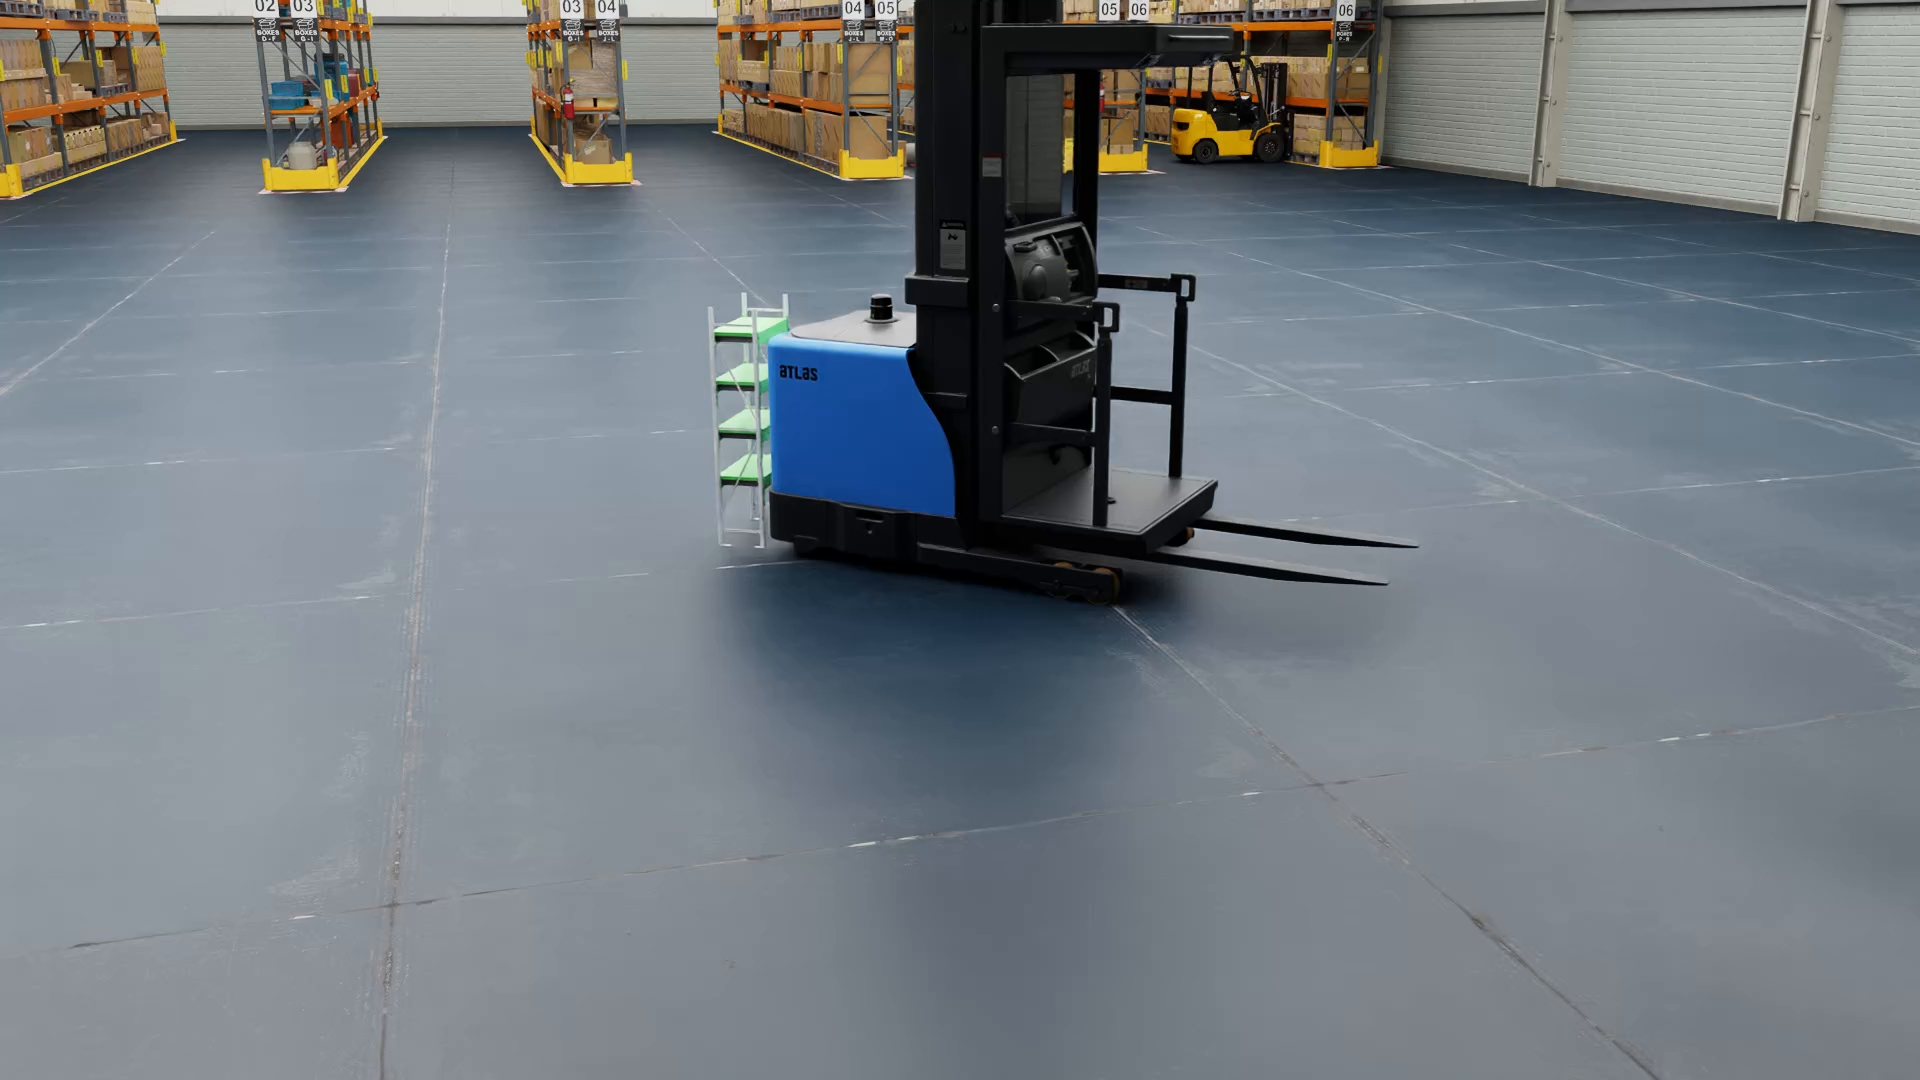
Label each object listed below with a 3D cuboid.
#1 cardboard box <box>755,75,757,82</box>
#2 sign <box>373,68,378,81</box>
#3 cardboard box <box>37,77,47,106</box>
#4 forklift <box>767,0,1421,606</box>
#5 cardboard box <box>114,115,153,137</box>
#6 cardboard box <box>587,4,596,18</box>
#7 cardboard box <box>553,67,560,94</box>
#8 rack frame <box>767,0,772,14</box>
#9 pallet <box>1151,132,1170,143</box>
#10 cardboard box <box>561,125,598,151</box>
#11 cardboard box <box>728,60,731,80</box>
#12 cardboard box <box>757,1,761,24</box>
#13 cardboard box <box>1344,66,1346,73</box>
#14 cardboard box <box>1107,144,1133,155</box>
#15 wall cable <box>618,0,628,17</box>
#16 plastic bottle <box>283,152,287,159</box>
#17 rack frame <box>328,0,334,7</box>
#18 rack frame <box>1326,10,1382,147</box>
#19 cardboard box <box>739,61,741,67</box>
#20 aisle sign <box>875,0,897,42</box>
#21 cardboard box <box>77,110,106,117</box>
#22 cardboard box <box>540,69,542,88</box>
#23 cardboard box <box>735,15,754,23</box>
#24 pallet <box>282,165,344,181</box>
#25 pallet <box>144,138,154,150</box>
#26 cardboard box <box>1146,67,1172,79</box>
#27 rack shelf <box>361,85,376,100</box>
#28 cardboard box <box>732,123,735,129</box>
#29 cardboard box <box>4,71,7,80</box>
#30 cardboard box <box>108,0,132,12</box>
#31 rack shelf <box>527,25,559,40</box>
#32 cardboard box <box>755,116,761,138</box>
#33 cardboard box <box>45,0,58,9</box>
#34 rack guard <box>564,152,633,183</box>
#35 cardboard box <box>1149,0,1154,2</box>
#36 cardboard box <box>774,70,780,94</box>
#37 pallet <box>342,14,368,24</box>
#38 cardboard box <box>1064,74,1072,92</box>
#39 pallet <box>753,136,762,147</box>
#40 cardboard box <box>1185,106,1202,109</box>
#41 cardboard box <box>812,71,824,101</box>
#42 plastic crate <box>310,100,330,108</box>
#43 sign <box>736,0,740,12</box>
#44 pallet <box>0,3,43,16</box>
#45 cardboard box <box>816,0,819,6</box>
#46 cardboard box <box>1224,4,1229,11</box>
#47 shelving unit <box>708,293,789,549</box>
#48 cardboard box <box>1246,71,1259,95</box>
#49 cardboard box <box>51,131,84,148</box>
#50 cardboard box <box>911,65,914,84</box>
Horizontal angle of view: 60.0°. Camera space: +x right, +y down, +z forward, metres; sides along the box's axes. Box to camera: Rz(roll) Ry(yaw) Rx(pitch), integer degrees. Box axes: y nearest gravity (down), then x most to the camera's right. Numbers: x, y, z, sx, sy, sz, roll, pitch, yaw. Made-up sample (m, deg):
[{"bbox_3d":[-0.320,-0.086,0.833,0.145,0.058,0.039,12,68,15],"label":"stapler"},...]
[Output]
[{"bbox_3d":[-4.565,-10.738,38.692,0.380,0.149,0.250,-4,17,-14],"label":"cardboard box"},{"bbox_3d":[-15.083,-12.000,42.905,0.100,0.325,0.005,-5,17,-15],"label":"sign"},{"bbox_3d":[-16.945,-8.090,29.996,0.700,0.500,0.500,-5,17,-17],"label":"cardboard box"},{"bbox_3d":[0.610,-1.284,7.630,3.031,2.935,1.130,8,19,26],"label":"forklift"},{"bbox_3d":[-19.793,-9.912,39.809,0.797,0.503,0.637,-5,17,-15],"label":"cardboard box"},{"bbox_3d":[-6.332,-9.359,29.440,0.500,0.250,0.500,-4,17,-14],"label":"cardboard box"},{"bbox_3d":[-7.379,-8.866,32.064,0.875,0.500,0.500,-5,17,-15],"label":"cardboard box"},{"bbox_3d":[-3.849,-13.290,37.054,1.000,3.000,0.127,-5,17,-15],"label":"rack frame"},{"bbox_3d":[5.485,-10.104,41.722,1.003,0.211,1.213,-5,17,-15],"label":"pallet"},{"bbox_3d":[-7.962,-8.420,34.848,0.700,0.500,0.500,-6,18,-20],"label":"cardboard box"},{"bbox_3d":[-5.750,-12.251,43.333,0.500,0.500,0.500,-5,17,-17],"label":"cardboard box"},{"bbox_3d":[-4.401,-12.177,38.388,0.500,0.500,0.500,-5,17,-15],"label":"cardboard box"},{"bbox_3d":[7.879,-9.553,33.740,0.380,0.149,0.250,-5,17,-15],"label":"cardboard box"},{"bbox_3d":[3.125,-7.753,33.097,0.500,0.250,0.500,-5,17,-16],"label":"cardboard box"},{"bbox_3d":[-9.085,-18.516,48.860,2.277,5.999,0.120,-5,17,-15],"label":"wall cable"},{"bbox_3d":[-12.186,-6.862,30.041,0.061,0.283,0.133,-4,17,-14],"label":"plastic bottle"},{"bbox_3d":[-12.309,-11.428,30.855,1.000,3.000,0.127,-5,17,-15],"label":"rack frame"},{"bbox_3d":[7.852,-9.017,33.256,1.000,3.000,0.127,-5,17,-15],"label":"rack frame"},{"bbox_3d":[-5.200,-11.667,40.752,0.380,0.149,0.250,-4,17,-14],"label":"cardboard box"},{"bbox_3d":[-1.343,-9.453,30.190,0.394,0.787,0.004,-5,17,-15],"label":"aisle sign"},{"bbox_3d":[-19.098,-9.320,36.543,0.500,0.250,0.500,-5,17,-15],"label":"cardboard box"},{"bbox_3d":[-9.436,-10.640,38.487,0.500,0.500,0.500,-4,17,-14],"label":"cardboard box"},{"bbox_3d":[-5.343,-13.003,41.572,0.500,0.250,0.500,-4,17,-14],"label":"cardboard box"},{"bbox_3d":[-11.826,-6.692,30.364,1.003,0.211,1.213,-5,17,-15],"label":"pallet"},{"bbox_3d":[-19.459,-9.232,38.818,1.003,0.211,1.213,-5,17,-15],"label":"pallet"},{"bbox_3d":[5.027,-11.917,42.002,0.797,0.503,0.637,-5,17,-17],"label":"cardboard box"},{"bbox_3d":[-15.057,-10.976,41.030,1.077,0.370,4.000,-5,17,-15],"label":"rack shelf"},{"bbox_3d":[-5.774,-10.869,43.646,0.380,0.149,0.250,-5,17,-15],"label":"cardboard box"},{"bbox_3d":[-16.017,-7.684,27.517,0.380,0.149,0.250,-5,17,-15],"label":"cardboard box"},{"bbox_3d":[-19.166,-12.136,37.816,0.500,0.250,0.500,-5,17,-15],"label":"cardboard box"},{"bbox_3d":[-10.295,-12.805,41.902,1.077,0.370,4.000,-5,17,-15],"label":"rack shelf"},{"bbox_3d":[-4.582,-9.871,39.716,0.500,0.500,0.500,-6,18,-18],"label":"cardboard box"},{"bbox_3d":[-17.539,-10.264,31.724,0.500,0.250,0.500,-6,18,-20],"label":"cardboard box"},{"bbox_3d":[-6.469,-6.664,29.768,1.175,0.500,0.348,-5,17,-15],"label":"rack guard"},{"bbox_3d":[4.809,-14.093,43.236,0.396,0.266,0.258,-5,17,-15],"label":"cardboard box"},{"bbox_3d":[-3.843,-10.179,36.951,0.500,0.500,0.500,-5,17,-16],"label":"cardboard box"},{"bbox_3d":[-14.198,-11.905,37.984,1.213,0.211,1.003,-5,17,-15],"label":"pallet"},{"bbox_3d":[2.399,-9.220,33.241,0.500,0.500,0.500,-5,17,-16],"label":"cardboard box"},{"bbox_3d":[-4.394,-9.635,40.160,1.003,0.211,1.213,-5,17,-15],"label":"pallet"},{"bbox_3d":[5.810,-10.713,41.391,0.380,0.149,0.250,-4,17,-12],"label":"cardboard box"},{"bbox_3d":[-2.429,-8.972,32.847,0.875,0.550,0.550,-5,17,-15],"label":"cardboard box"},{"bbox_3d":[-11.147,-7.595,28.981,0.298,0.136,0.250,-5,17,-15],"label":"plastic crate"},{"bbox_3d":[-5.468,-13.163,40.945,0.100,0.325,0.005,-5,17,-15],"label":"sign"},{"bbox_3d":[-16.814,-9.325,29.220,1.003,0.211,1.213,-5,17,-15],"label":"pallet"},{"bbox_3d":[-2.559,-10.328,31.939,0.380,0.149,0.250,-4,17,-15],"label":"cardboard box"},{"bbox_3d":[6.159,-11.969,37.402,0.380,0.149,0.250,-5,17,-15],"label":"cardboard box"},{"bbox_3d":[-1.043,-0.609,8.393,0.258,1.200,0.503,3,17,11],"label":"shelving unit"},{"bbox_3d":[6.624,-10.028,36.448,0.500,0.500,0.500,-5,17,-17],"label":"cardboard box"},{"bbox_3d":[-17.223,-7.733,32.057,0.500,0.311,0.500,-5,18,-17],"label":"cardboard box"},{"bbox_3d":[-1.019,-12.525,44.760,0.500,0.500,0.500,-4,17,-13],"label":"cardboard box"}]
